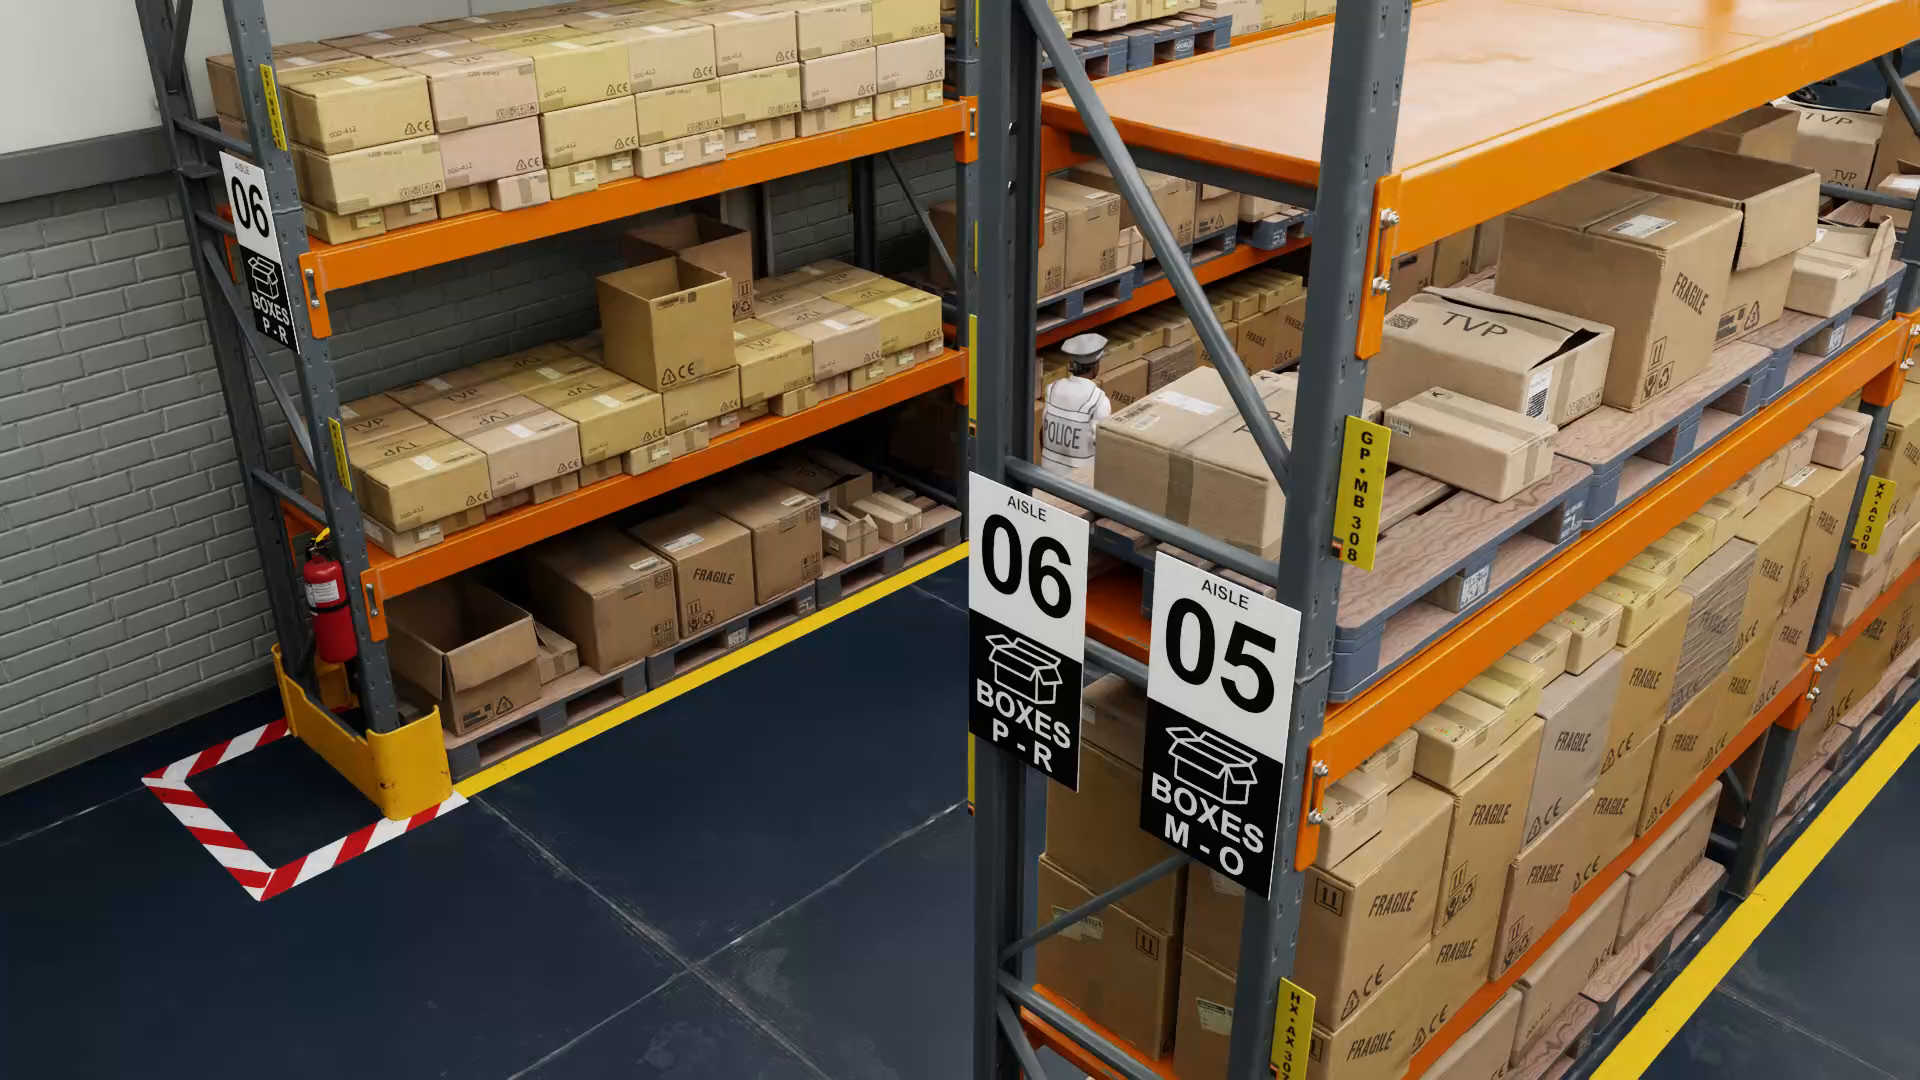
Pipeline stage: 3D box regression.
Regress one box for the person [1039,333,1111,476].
[{"bbox_3d":[0.682,-0.353,9.572,0.509,1.657,0.391,21,35,35],"label":"person"}]
